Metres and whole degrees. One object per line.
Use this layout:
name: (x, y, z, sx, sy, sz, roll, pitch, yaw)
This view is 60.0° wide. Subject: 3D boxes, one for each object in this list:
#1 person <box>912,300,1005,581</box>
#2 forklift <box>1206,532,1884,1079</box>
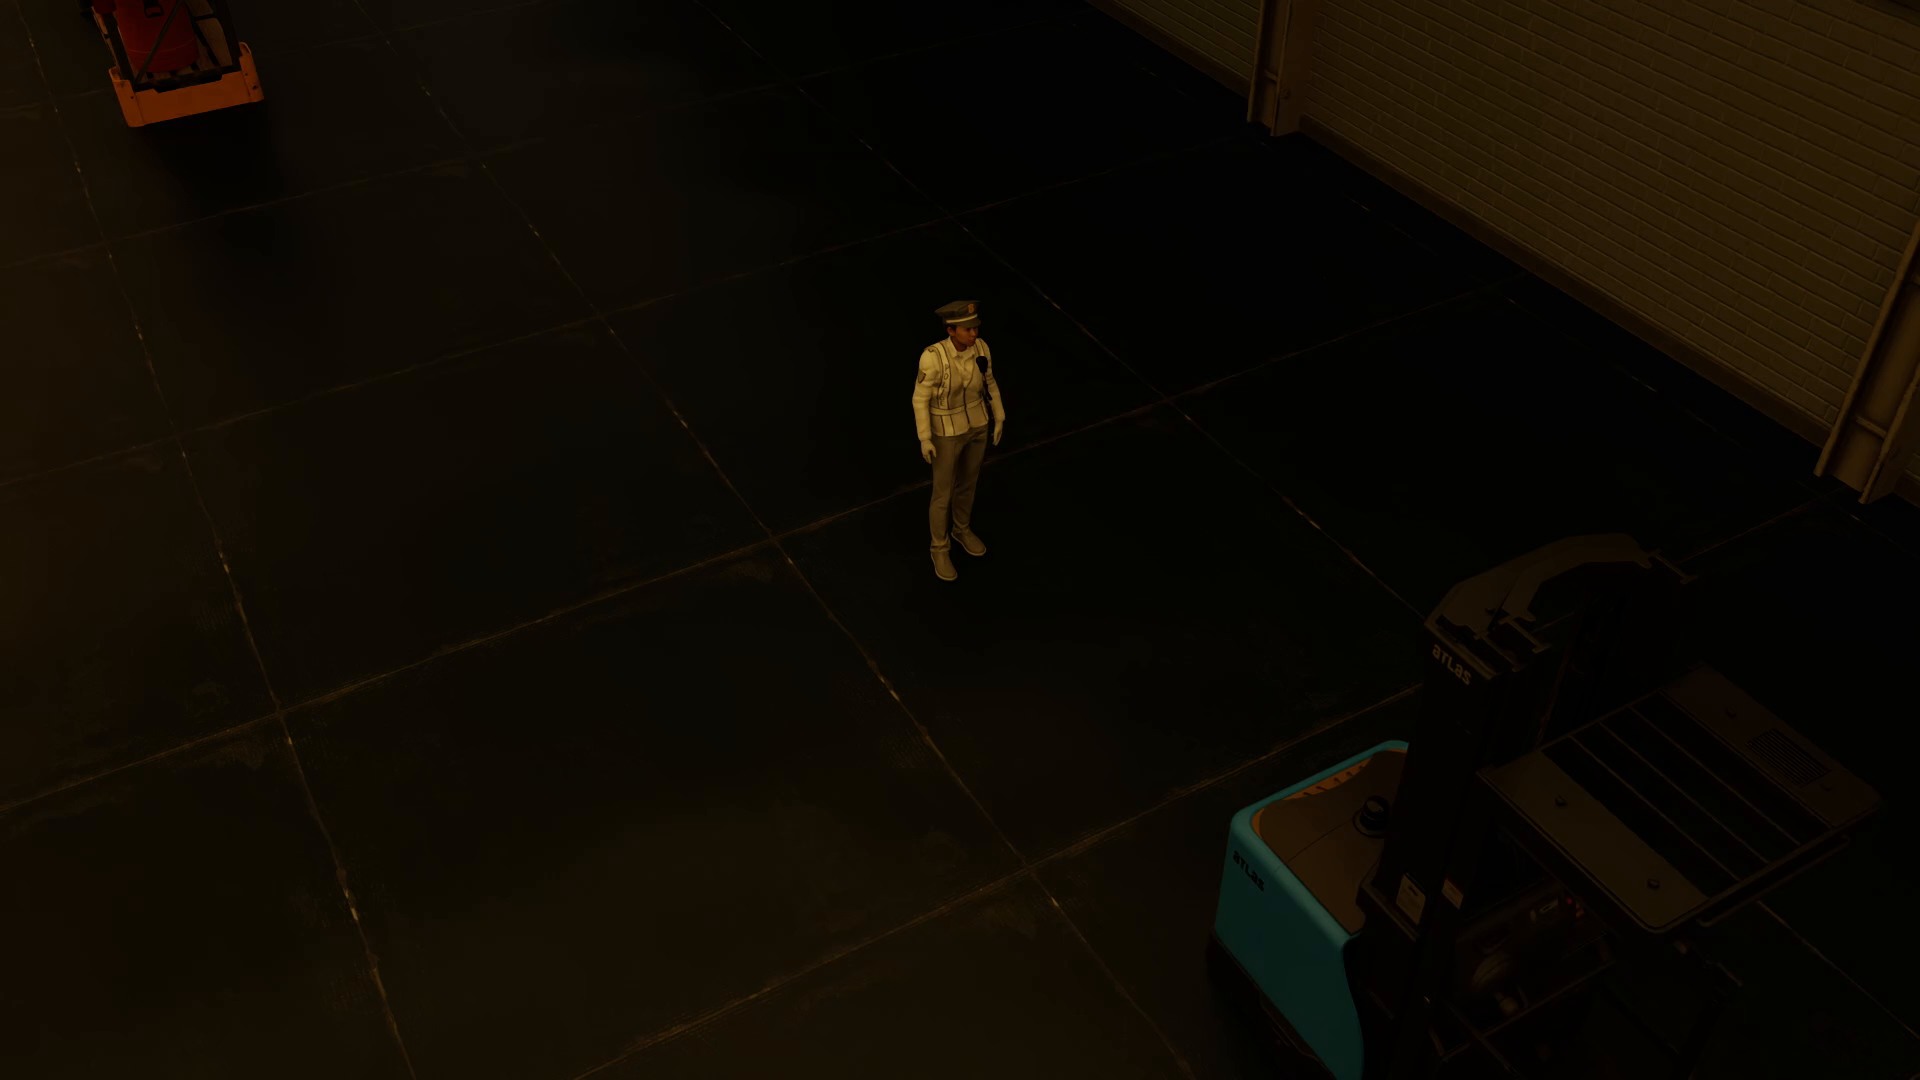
person: (0.030, -0.616, 9.737, 0.586, 1.694, 0.527, -20, 44, -23)
forklift: (2.328, 1.555, 6.161, 1.130, 2.935, 3.031, -20, 44, -23)
